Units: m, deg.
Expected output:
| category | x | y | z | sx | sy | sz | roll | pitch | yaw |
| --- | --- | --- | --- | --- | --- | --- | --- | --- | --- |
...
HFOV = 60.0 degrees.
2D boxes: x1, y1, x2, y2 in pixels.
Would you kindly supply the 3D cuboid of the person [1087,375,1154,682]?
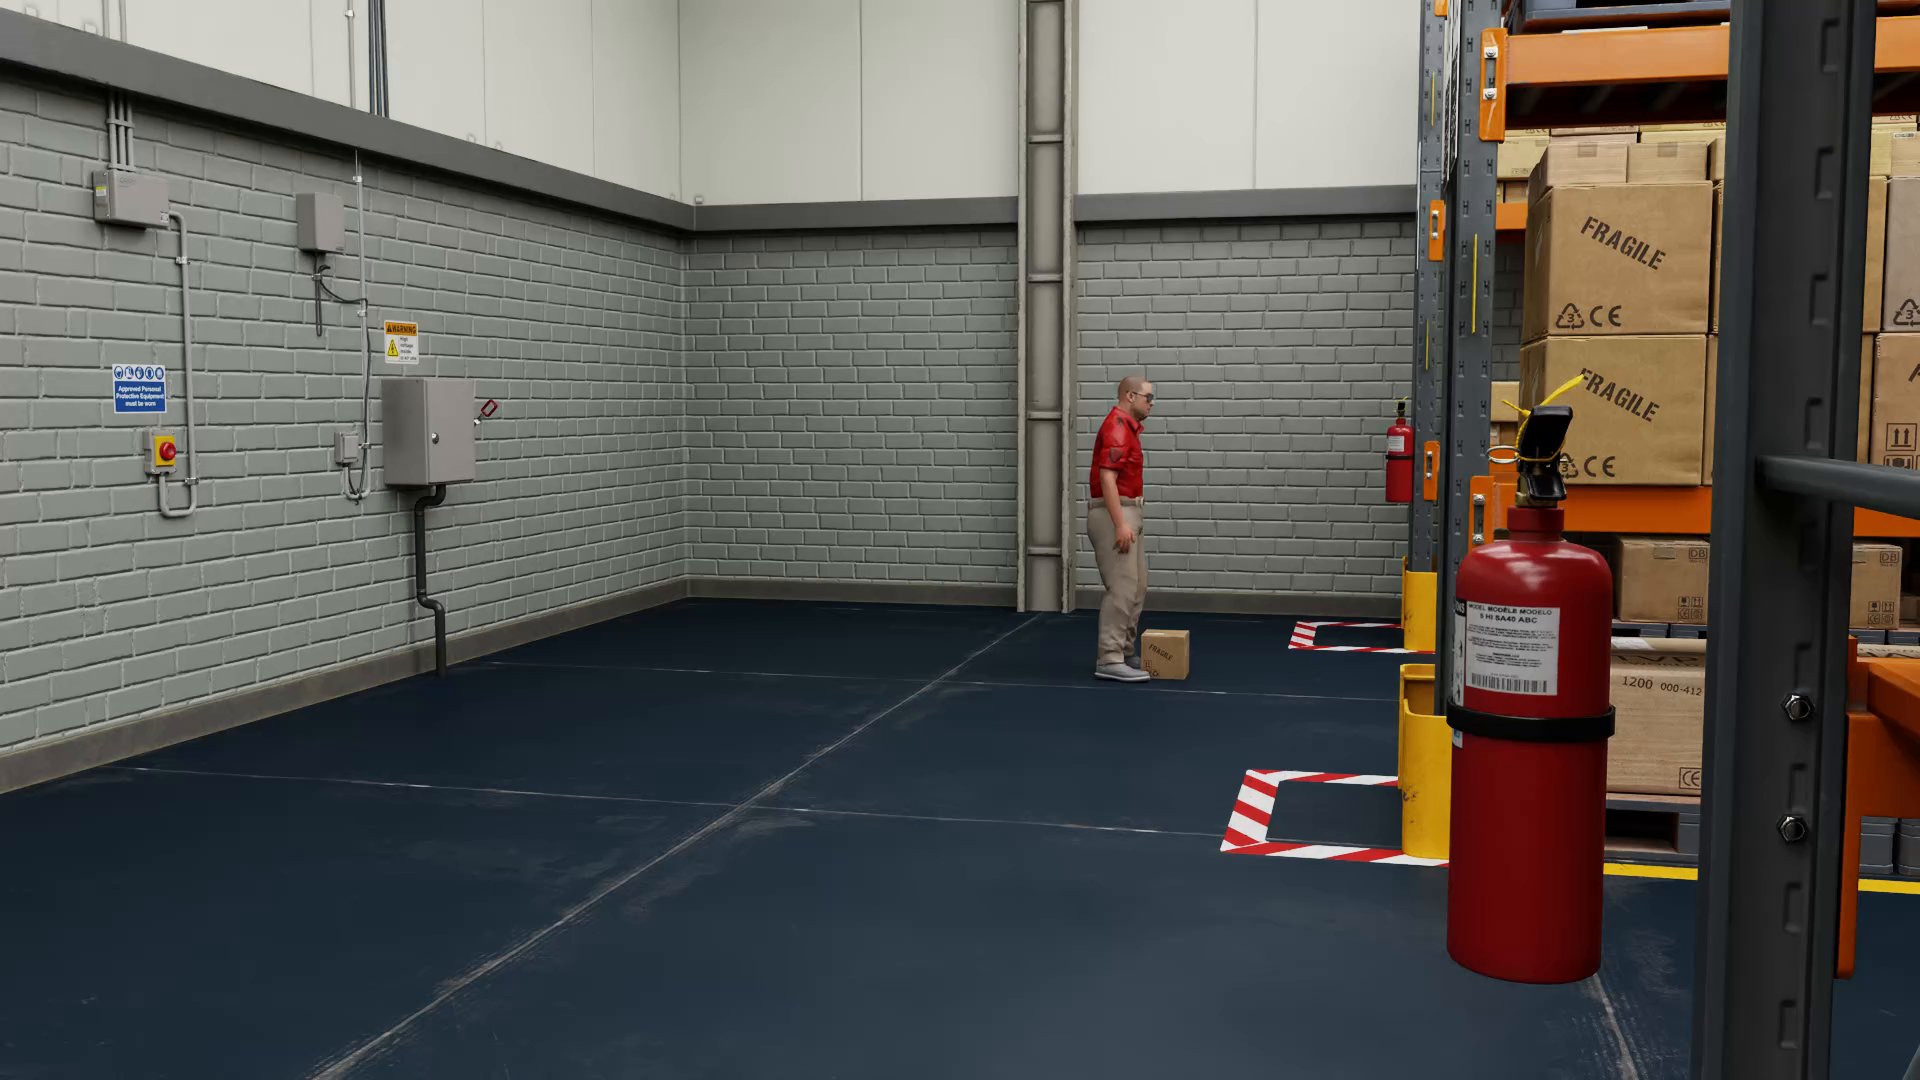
| category | x | y | z | sx | sy | sz | roll | pitch | yaw |
| --- | --- | --- | --- | --- | --- | --- | --- | --- | --- |
| person | 0.953 | -0.082 | 9.572 | 0.422 | 1.727 | 0.585 | 1 | 5 | 14 |
